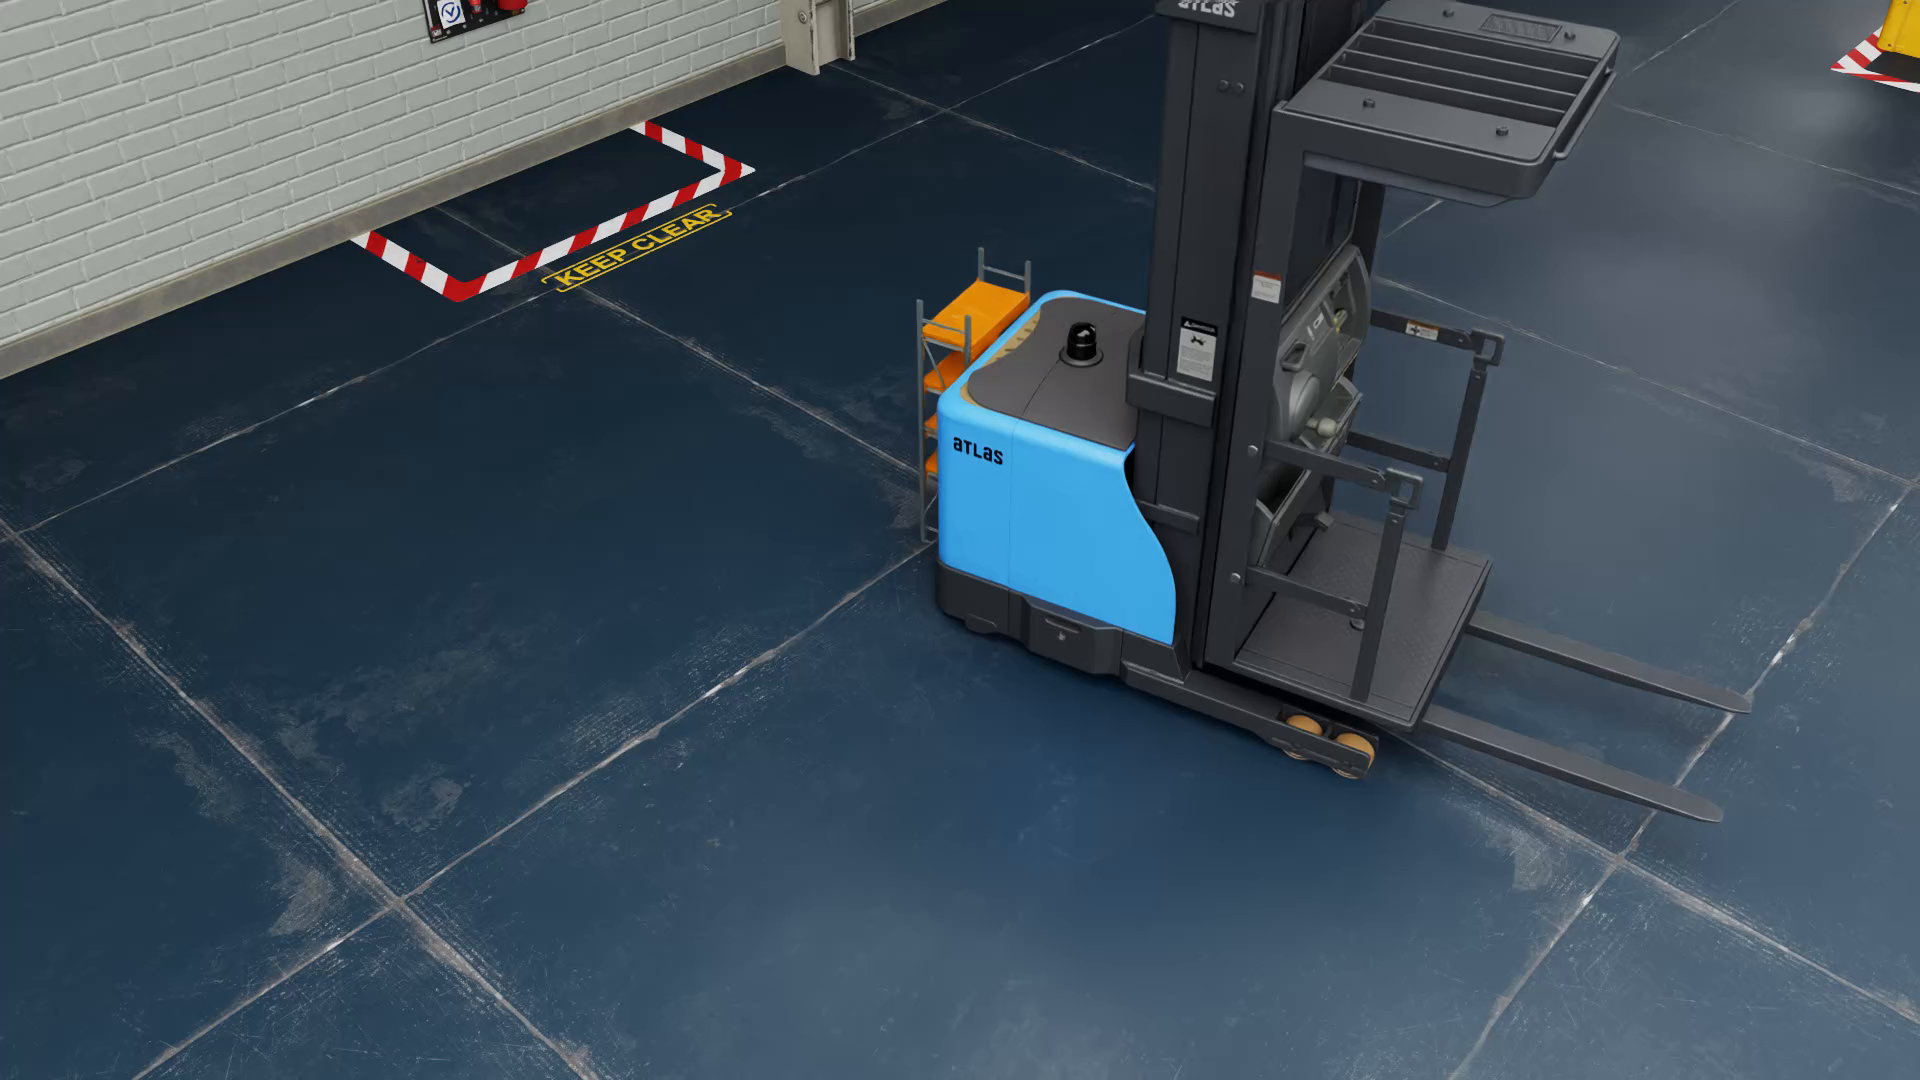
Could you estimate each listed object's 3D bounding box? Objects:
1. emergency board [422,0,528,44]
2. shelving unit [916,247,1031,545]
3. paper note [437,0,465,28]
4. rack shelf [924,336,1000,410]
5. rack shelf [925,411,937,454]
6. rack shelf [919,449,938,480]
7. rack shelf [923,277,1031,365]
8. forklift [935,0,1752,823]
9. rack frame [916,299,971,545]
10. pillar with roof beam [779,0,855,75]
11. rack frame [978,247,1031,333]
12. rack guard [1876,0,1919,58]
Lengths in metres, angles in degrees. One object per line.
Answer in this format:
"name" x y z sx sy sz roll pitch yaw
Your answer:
"emergency board" -2.656 -3.332 9.030 0.194 1.169 0.643 30 47 32
"shelving unit" 0.059 -0.562 6.992 0.258 1.200 0.503 20 43 23
"paper note" -2.826 -2.934 9.238 0.016 0.148 0.142 30 47 32
"rack shelf" 0.059 -0.684 6.895 0.258 0.148 0.480 20 43 23
"rack shelf" 0.059 -0.509 7.034 0.258 0.148 0.480 20 43 23
"rack shelf" 0.059 -0.354 7.158 0.258 0.148 0.480 20 43 23
"rack shelf" 0.059 -0.869 6.748 0.258 0.148 0.480 20 43 23
"forklift" 1.438 -0.648 5.710 3.031 2.935 1.130 19 42 22
"rack frame" -0.064 -0.431 6.827 0.240 1.200 0.015 20 43 23
"pillar with roof beam" 2.217 -4.991 6.297 9.100 9.000 0.400 30 47 32
"rack frame" 0.182 -0.693 7.157 0.240 1.200 0.015 20 43 23
"rack guard" 6.896 -3.455 11.193 1.175 0.500 0.348 30 47 32
